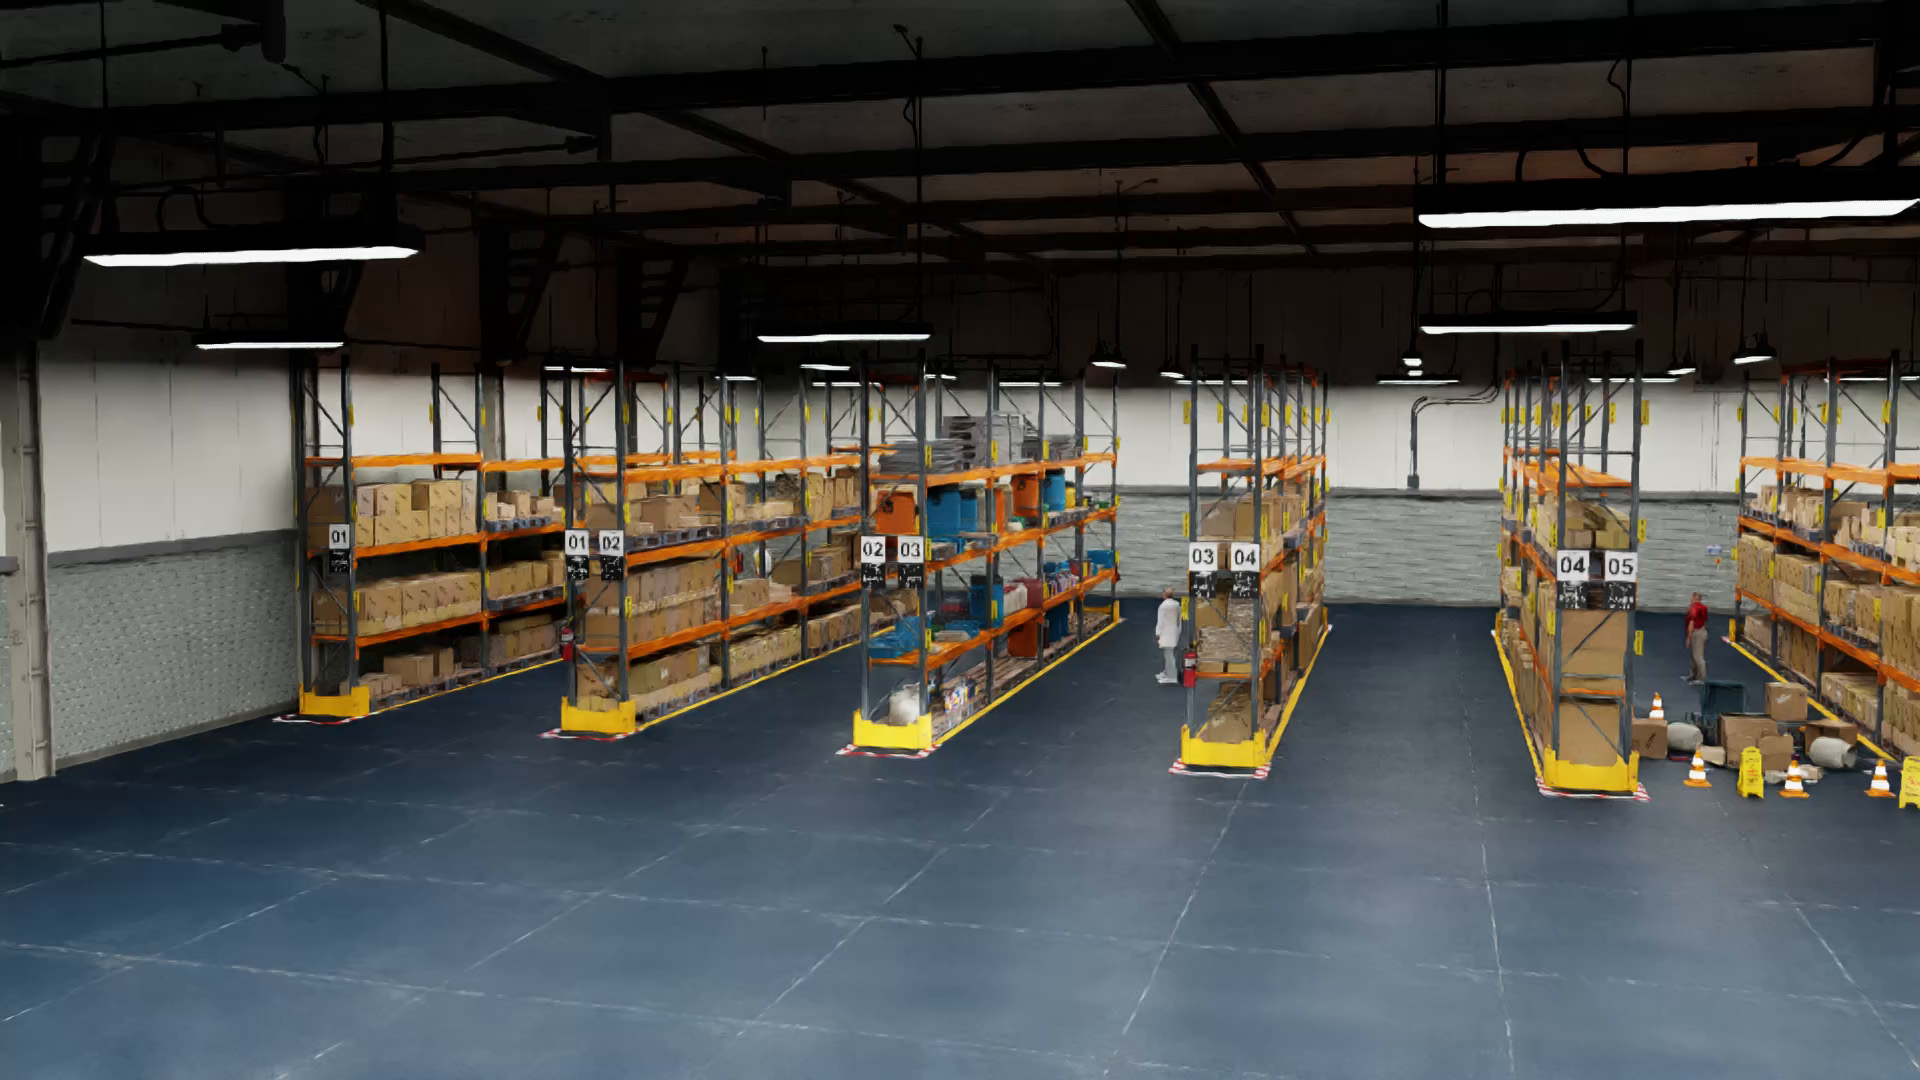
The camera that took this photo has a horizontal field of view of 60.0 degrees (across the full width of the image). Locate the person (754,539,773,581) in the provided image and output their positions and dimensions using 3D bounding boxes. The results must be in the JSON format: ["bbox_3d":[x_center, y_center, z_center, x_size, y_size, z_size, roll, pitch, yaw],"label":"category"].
[{"bbox_3d":[-5.165,0.810,44.050,0.552,1.760,0.743,4,6,45],"label":"person"}]

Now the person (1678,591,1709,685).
[{"bbox_3d":[13.670,1.806,30.966,0.584,1.720,0.662,4,6,42],"label":"person"}]

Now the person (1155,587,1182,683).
[{"bbox_3d":[3.880,1.760,31.172,0.647,1.773,0.691,4,6,40],"label":"person"}]
